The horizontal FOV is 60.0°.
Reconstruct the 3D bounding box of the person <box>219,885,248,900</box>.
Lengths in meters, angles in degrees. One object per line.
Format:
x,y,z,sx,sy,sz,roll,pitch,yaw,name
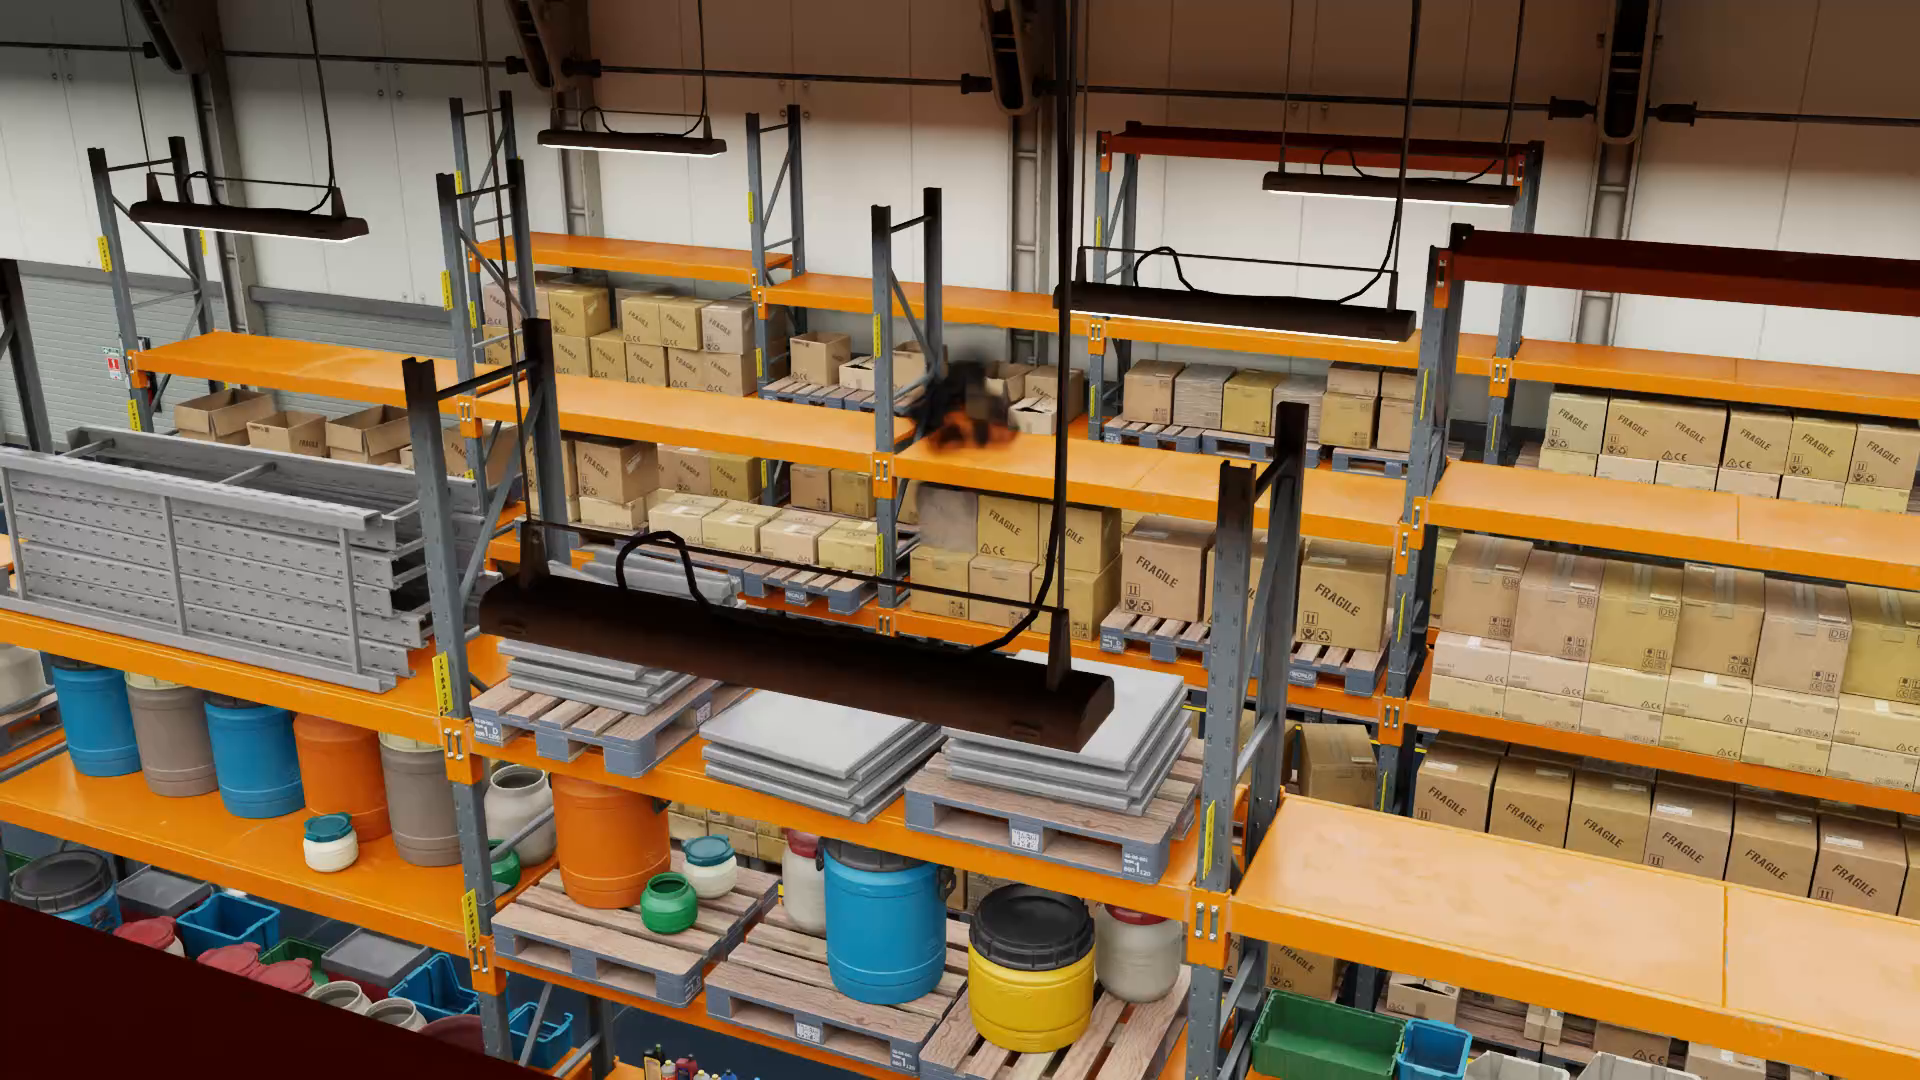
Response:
-6.248,2.437,13.676,0.681,1.809,0.635,6,21,15,person
